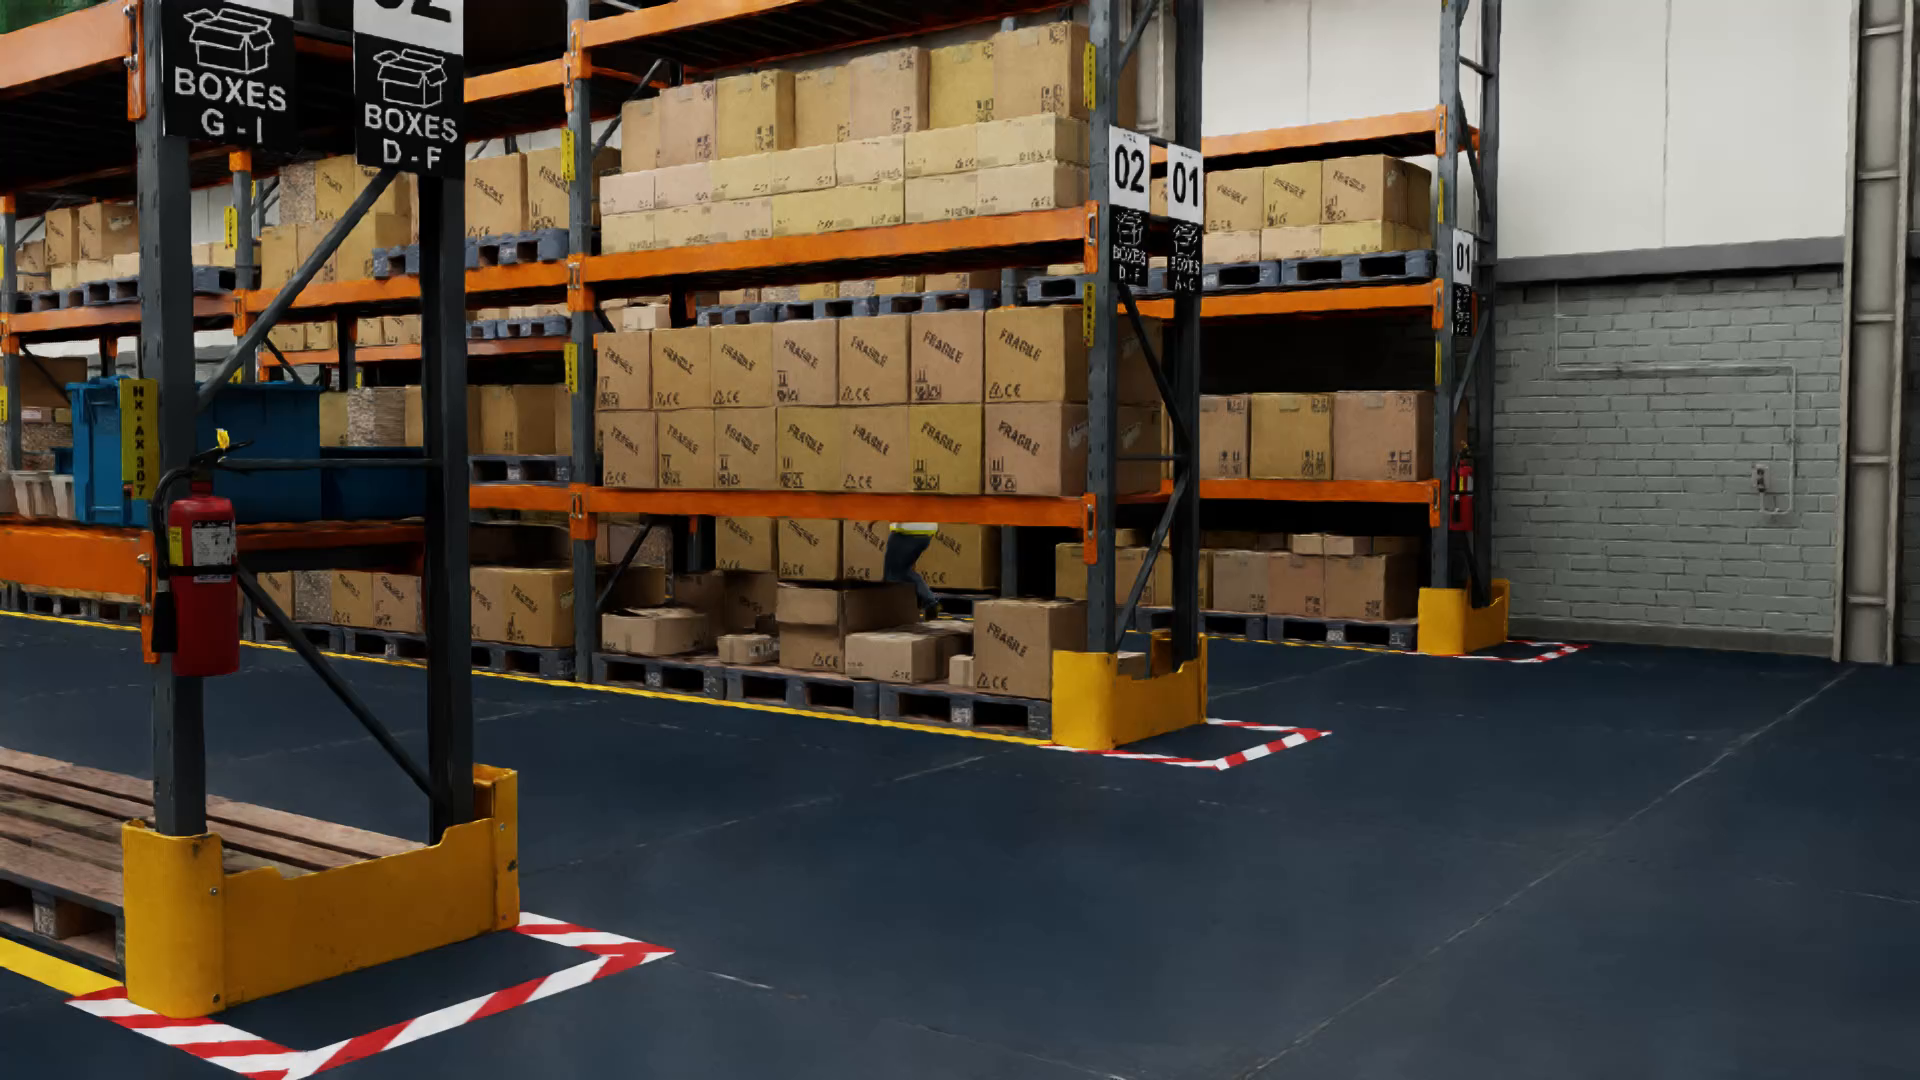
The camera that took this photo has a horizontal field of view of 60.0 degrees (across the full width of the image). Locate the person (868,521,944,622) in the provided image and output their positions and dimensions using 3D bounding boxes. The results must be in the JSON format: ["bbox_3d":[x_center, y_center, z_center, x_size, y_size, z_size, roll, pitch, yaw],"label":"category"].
[{"bbox_3d":[-0.438,-0.068,13.723,0.518,1.737,0.766,2,4,37],"label":"person"}]
